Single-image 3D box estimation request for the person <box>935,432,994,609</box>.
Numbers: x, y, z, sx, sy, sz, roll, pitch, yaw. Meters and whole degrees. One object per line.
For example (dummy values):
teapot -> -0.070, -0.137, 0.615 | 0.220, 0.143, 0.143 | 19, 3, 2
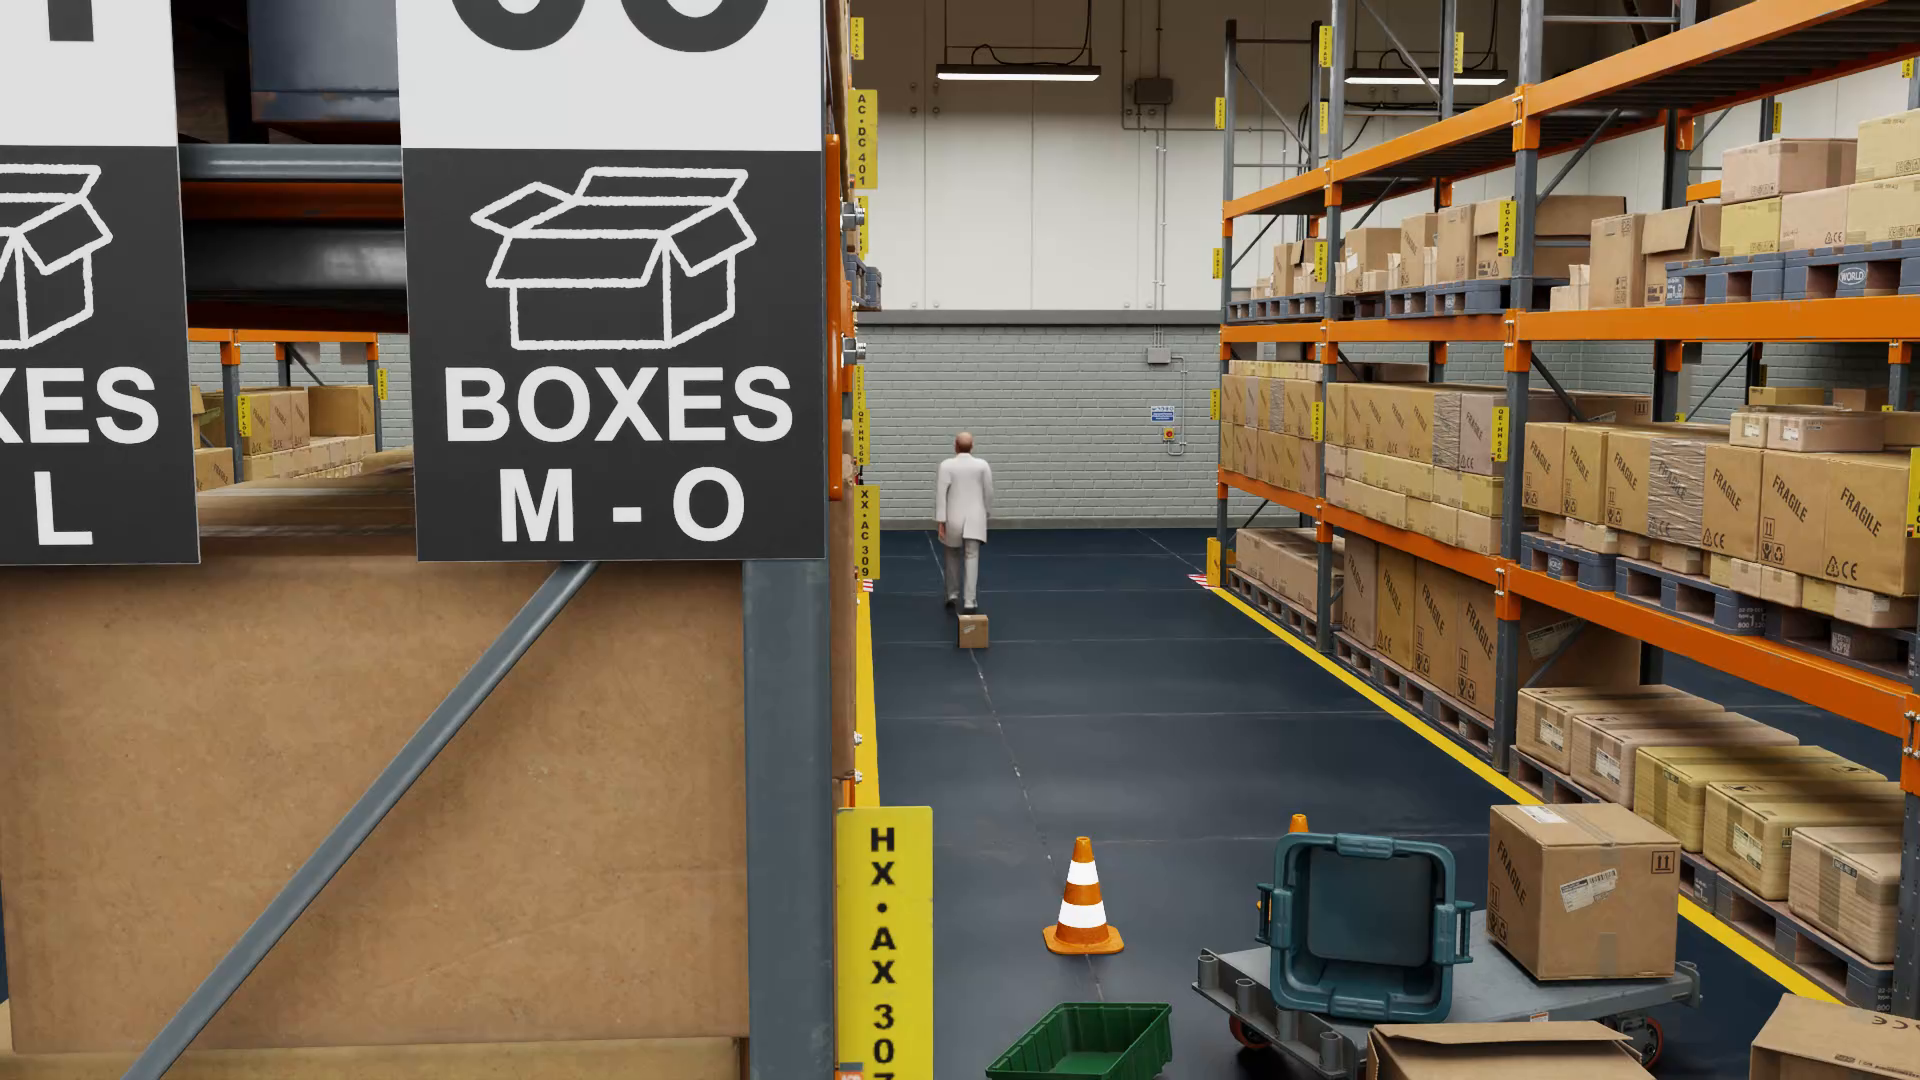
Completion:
person -> 0.039, -0.218, 16.507 | 0.589, 1.719, 1.116 | 0, 7, -2
